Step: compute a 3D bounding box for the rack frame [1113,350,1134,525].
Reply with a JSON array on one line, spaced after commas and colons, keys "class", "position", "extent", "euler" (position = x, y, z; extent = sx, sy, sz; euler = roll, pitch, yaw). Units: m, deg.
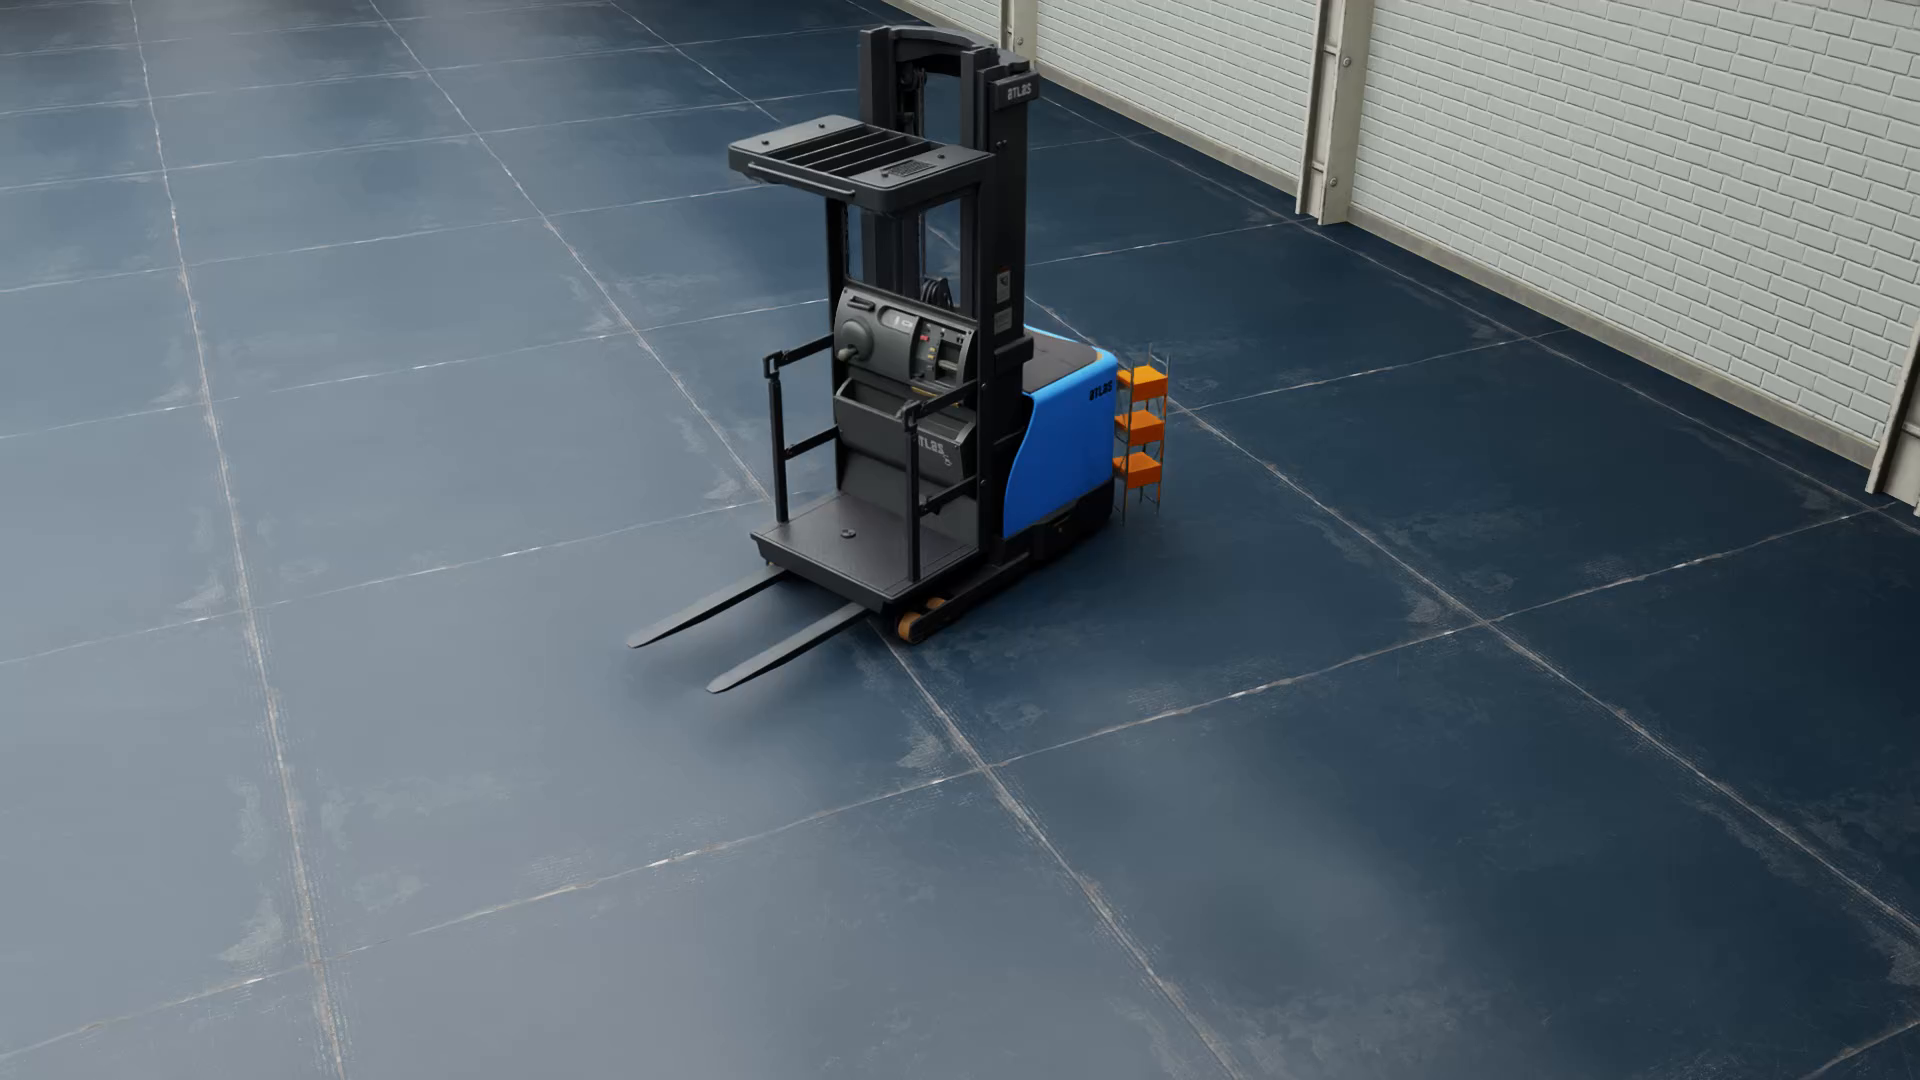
[{"class": "rack frame", "position": [0.933, -0.589, 9.724], "extent": [0.008, 1.050, 0.200], "euler": [-14, 32, -24]}]

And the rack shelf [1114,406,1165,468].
[{"class": "rack shelf", "position": [1.041, -0.607, 9.779], "extent": [0.240, 0.259, 0.215], "euler": [-14, 32, -24]}]

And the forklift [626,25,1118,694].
[{"class": "forklift", "position": [-0.436, -1.012, 8.557], "extent": [1.130, 2.935, 3.031], "euler": [23, 37, 35]}]

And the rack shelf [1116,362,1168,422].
[{"class": "rack shelf", "position": [1.042, -0.855, 9.641], "extent": [0.240, 0.259, 0.215], "euler": [-14, 32, -24]}]

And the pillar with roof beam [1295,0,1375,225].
[{"class": "pillar with roof beam", "position": [-0.637, -5.926, 11.117], "extent": [9.100, 9.000, 0.400], "euler": [-13, 32, -22]}]

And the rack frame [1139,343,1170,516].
[{"class": "rack frame", "position": [1.149, -0.644, 9.824], "extent": [0.008, 1.050, 0.200], "euler": [-14, 32, -24]}]

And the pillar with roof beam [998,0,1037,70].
[{"class": "pillar with roof beam", "position": [-3.213, -8.576, 15.843], "extent": [9.100, 9.000, 0.400], "euler": [-13, 32, -22]}]

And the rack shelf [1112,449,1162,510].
[{"class": "rack shelf", "position": [1.039, -0.364, 9.914], "extent": [0.240, 0.259, 0.215], "euler": [-14, 32, -24]}]

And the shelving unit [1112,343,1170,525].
[{"class": "shelving unit", "position": [1.041, -0.616, 9.774], "extent": [0.252, 1.050, 0.215], "euler": [-14, 32, -24]}]

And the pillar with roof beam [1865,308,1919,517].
[{"class": "pillar with roof beam", "position": [1.939, -3.275, 6.390], "extent": [9.100, 9.000, 0.400], "euler": [-13, 32, -22]}]
